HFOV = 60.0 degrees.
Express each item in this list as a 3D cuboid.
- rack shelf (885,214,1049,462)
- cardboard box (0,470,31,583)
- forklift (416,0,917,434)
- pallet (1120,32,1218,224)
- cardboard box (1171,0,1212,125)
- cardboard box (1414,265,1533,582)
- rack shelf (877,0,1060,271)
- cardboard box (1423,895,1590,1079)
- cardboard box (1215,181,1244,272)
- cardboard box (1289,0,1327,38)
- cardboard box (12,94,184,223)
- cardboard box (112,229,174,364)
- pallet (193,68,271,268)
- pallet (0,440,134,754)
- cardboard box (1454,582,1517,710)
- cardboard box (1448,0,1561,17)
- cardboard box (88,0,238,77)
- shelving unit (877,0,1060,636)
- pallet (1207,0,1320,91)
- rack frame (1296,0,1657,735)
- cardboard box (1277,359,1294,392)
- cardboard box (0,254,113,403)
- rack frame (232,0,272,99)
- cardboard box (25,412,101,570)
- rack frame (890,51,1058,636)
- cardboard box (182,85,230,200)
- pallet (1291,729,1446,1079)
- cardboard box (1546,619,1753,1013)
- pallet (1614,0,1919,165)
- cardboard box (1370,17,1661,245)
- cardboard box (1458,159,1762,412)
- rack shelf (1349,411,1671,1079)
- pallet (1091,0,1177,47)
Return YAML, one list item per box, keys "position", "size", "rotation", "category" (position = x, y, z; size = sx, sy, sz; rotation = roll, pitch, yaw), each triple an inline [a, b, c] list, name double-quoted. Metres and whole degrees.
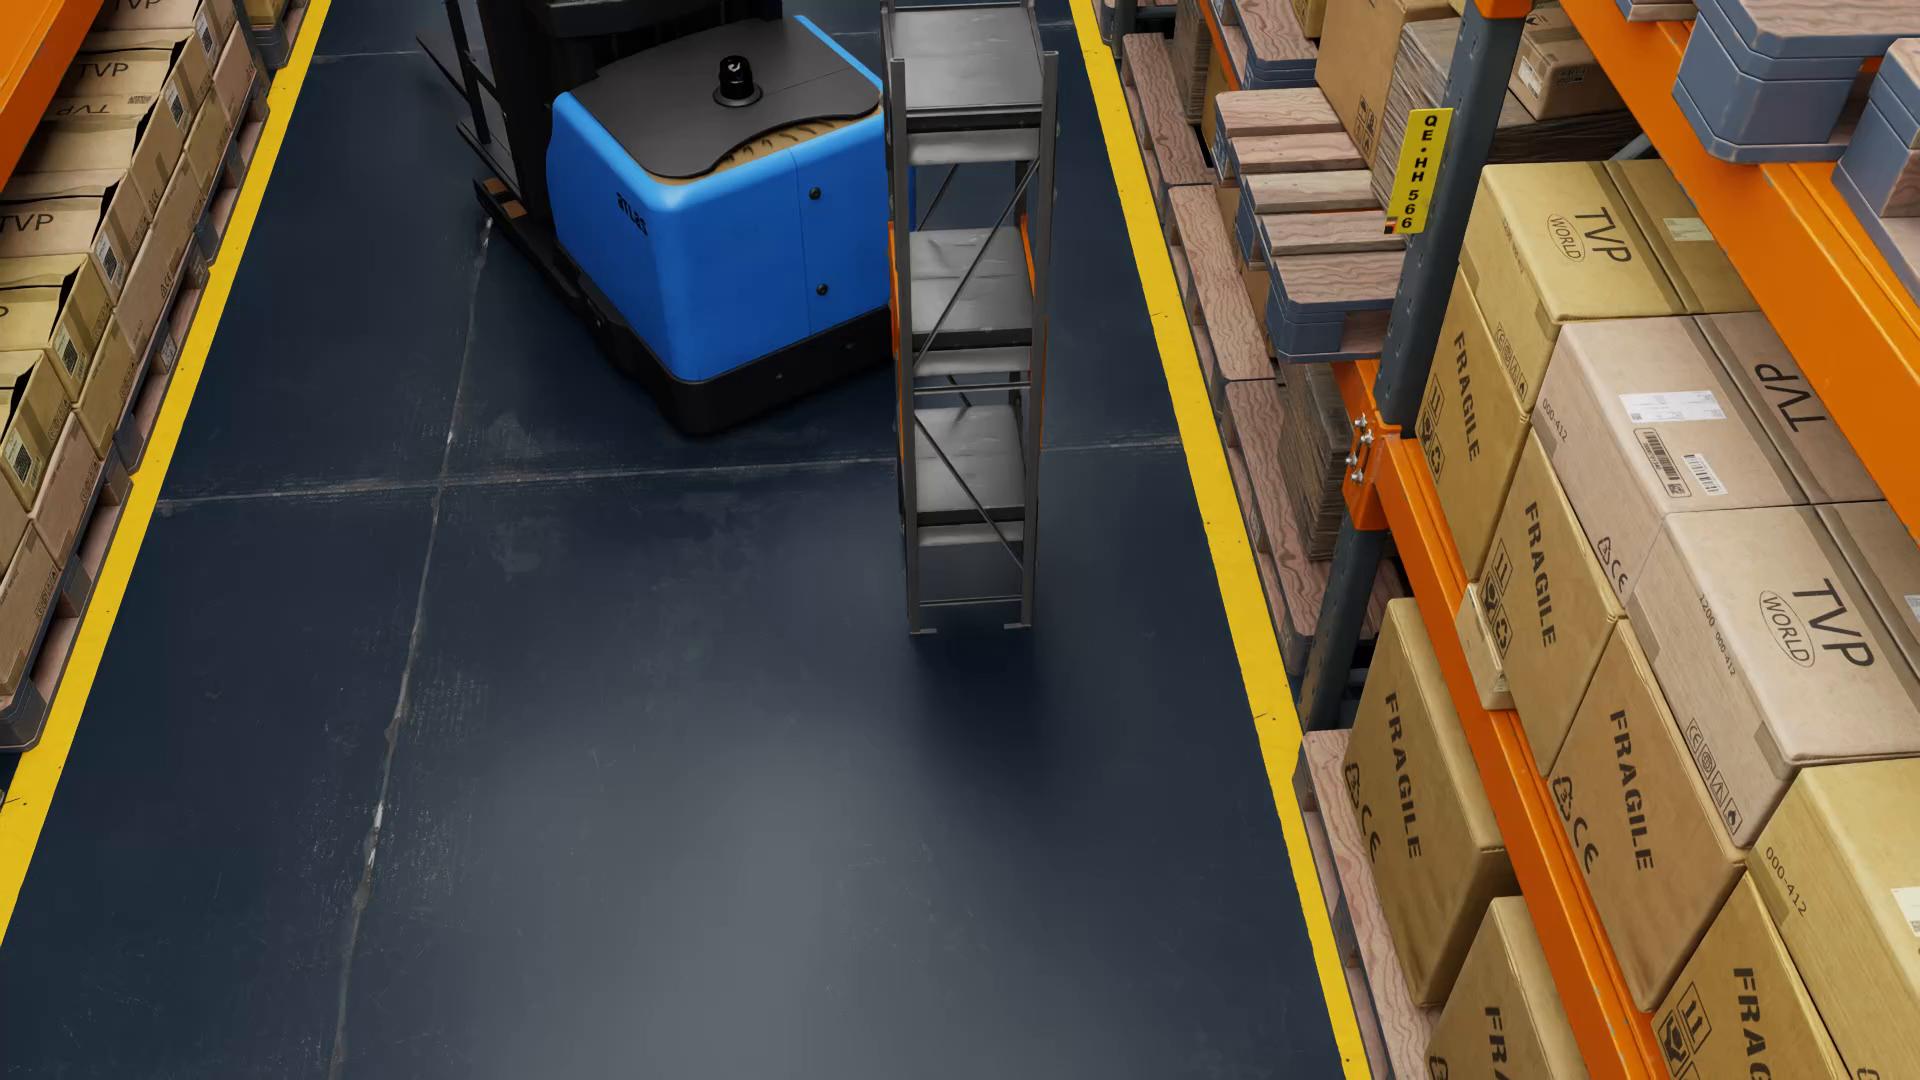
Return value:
- position: [0.014, -0.593, 4.884]
  size: [0.431, 0.518, 0.480]
  rotation: [-3, 47, -3]
  category: "rack shelf"
- position: [-3.122, 0.026, 4.878]
  size: [0.500, 0.311, 0.500]
  rotation: [-2, 47, -2]
  category: "cardboard box"
- position: [-1.384, -2.434, 6.037]
  size: [1.130, 2.935, 3.031]
  rotation: [-26, 52, -23]
  category: "forklift"
- position: [1.297, -1.861, 7.367]
  size: [1.003, 0.211, 1.213]
  rotation: [-3, 47, -3]
  category: "pallet"
- position: [1.308, -2.143, 7.133]
  size: [0.700, 0.500, 0.500]
  rotation: [-2, 47, -2]
  category: "cardboard box"
- position: [1.351, -0.266, 3.648]
  size: [0.500, 0.500, 0.500]
  rotation: [-2, 47, -2]
  category: "cardboard box"
- position: [0.014, -1.074, 4.376]
  size: [0.431, 0.518, 0.480]
  rotation: [-3, 47, -3]
  category: "rack shelf"
- position: [1.563, 1.280, 3.663]
  size: [0.750, 0.750, 0.750]
  rotation: [-4, 47, -3]
  category: "cardboard box"
- position: [1.404, -1.401, 6.430]
  size: [0.700, 0.500, 0.500]
  rotation: [-3, 47, -3]
  category: "cardboard box"
- position: [1.389, -1.914, 5.125]
  size: [0.700, 0.500, 0.500]
  rotation: [-3, 47, -3]
  category: "cardboard box"
- position: [-3.297, -1.458, 6.284]
  size: [0.500, 0.311, 0.500]
  rotation: [-4, 47, -3]
  category: "cardboard box"
- position: [-3.257, -0.891, 6.133]
  size: [0.500, 0.250, 0.500]
  rotation: [-3, 47, -2]
  category: "cardboard box"
- position: [-3.605, -1.590, 7.110]
  size: [1.003, 0.211, 1.213]
  rotation: [-3, 47, -3]
  category: "pallet"
- position: [-3.401, 0.175, 5.438]
  size: [1.003, 0.211, 1.213]
  rotation: [-3, 47, -3]
  category: "pallet"
- position: [1.312, 0.223, 3.632]
  size: [0.380, 0.149, 0.250]
  rotation: [-2, 47, -2]
  category: "cardboard box"
- position: [1.465, -1.378, 4.170]
  size: [0.380, 0.149, 0.250]
  rotation: [-11, 47, -10]
  category: "cardboard box"
- position: [-3.386, -2.196, 6.982]
  size: [0.500, 0.311, 0.500]
  rotation: [-3, 47, -3]
  category: "cardboard box"
- position: [0.014, -0.602, 4.874]
  size: [0.431, 2.100, 0.503]
  rotation: [-3, 47, -3]
  category: "shelving unit"
- position: [1.359, -1.853, 5.571]
  size: [1.003, 0.211, 1.213]
  rotation: [-3, 47, -3]
  category: "pallet"
- position: [1.565, -0.489, 4.147]
  size: [1.000, 3.000, 0.127]
  rotation: [-3, 47, -3]
  category: "rack frame"
- position: [1.526, -0.678, 5.745]
  size: [0.700, 0.500, 0.500]
  rotation: [-4, 47, -3]
  category: "cardboard box"
- position: [-3.215, -0.723, 5.587]
  size: [0.500, 0.311, 0.500]
  rotation: [-5, 47, -4]
  category: "cardboard box"
- position: [-3.706, -3.079, 6.601]
  size: [1.000, 3.000, 0.127]
  rotation: [-3, 47, -3]
  category: "rack frame"
- position: [-3.165, -0.145, 5.426]
  size: [0.500, 0.250, 0.500]
  rotation: [-5, 47, -4]
  category: "cardboard box"
- position: [0.034, -0.426, 4.707]
  size: [0.400, 2.100, 0.015]
  rotation: [-3, 47, -3]
  category: "rack frame"
- position: [-3.342, -1.630, 6.832]
  size: [0.500, 0.250, 0.500]
  rotation: [-4, 47, -4]
  category: "cardboard box"
- position: [1.556, 1.045, 4.615]
  size: [1.003, 0.211, 1.213]
  rotation: [-3, 47, -3]
  category: "pallet"
- position: [1.426, 0.473, 2.949]
  size: [0.500, 0.500, 0.500]
  rotation: [-4, 47, -3]
  category: "cardboard box"
- position: [1.672, -0.993, 2.689]
  size: [1.213, 0.211, 1.003]
  rotation: [-2, 47, -1]
  category: "pallet"
- position: [1.516, -1.014, 4.273]
  size: [0.700, 0.500, 0.500]
  rotation: [-8, 47, -8]
  category: "cardboard box"
- position: [1.349, -0.526, 3.378]
  size: [0.500, 0.250, 0.500]
  rotation: [-2, 47, -2]
  category: "cardboard box"
- position: [1.733, 1.205, 3.038]
  size: [1.077, 0.370, 4.000]
  rotation: [-3, 47, -3]
  category: "rack shelf"
- position: [1.139, -2.908, 8.359]
  size: [1.003, 0.211, 1.213]
  rotation: [-3, 47, -3]
  category: "pallet"
